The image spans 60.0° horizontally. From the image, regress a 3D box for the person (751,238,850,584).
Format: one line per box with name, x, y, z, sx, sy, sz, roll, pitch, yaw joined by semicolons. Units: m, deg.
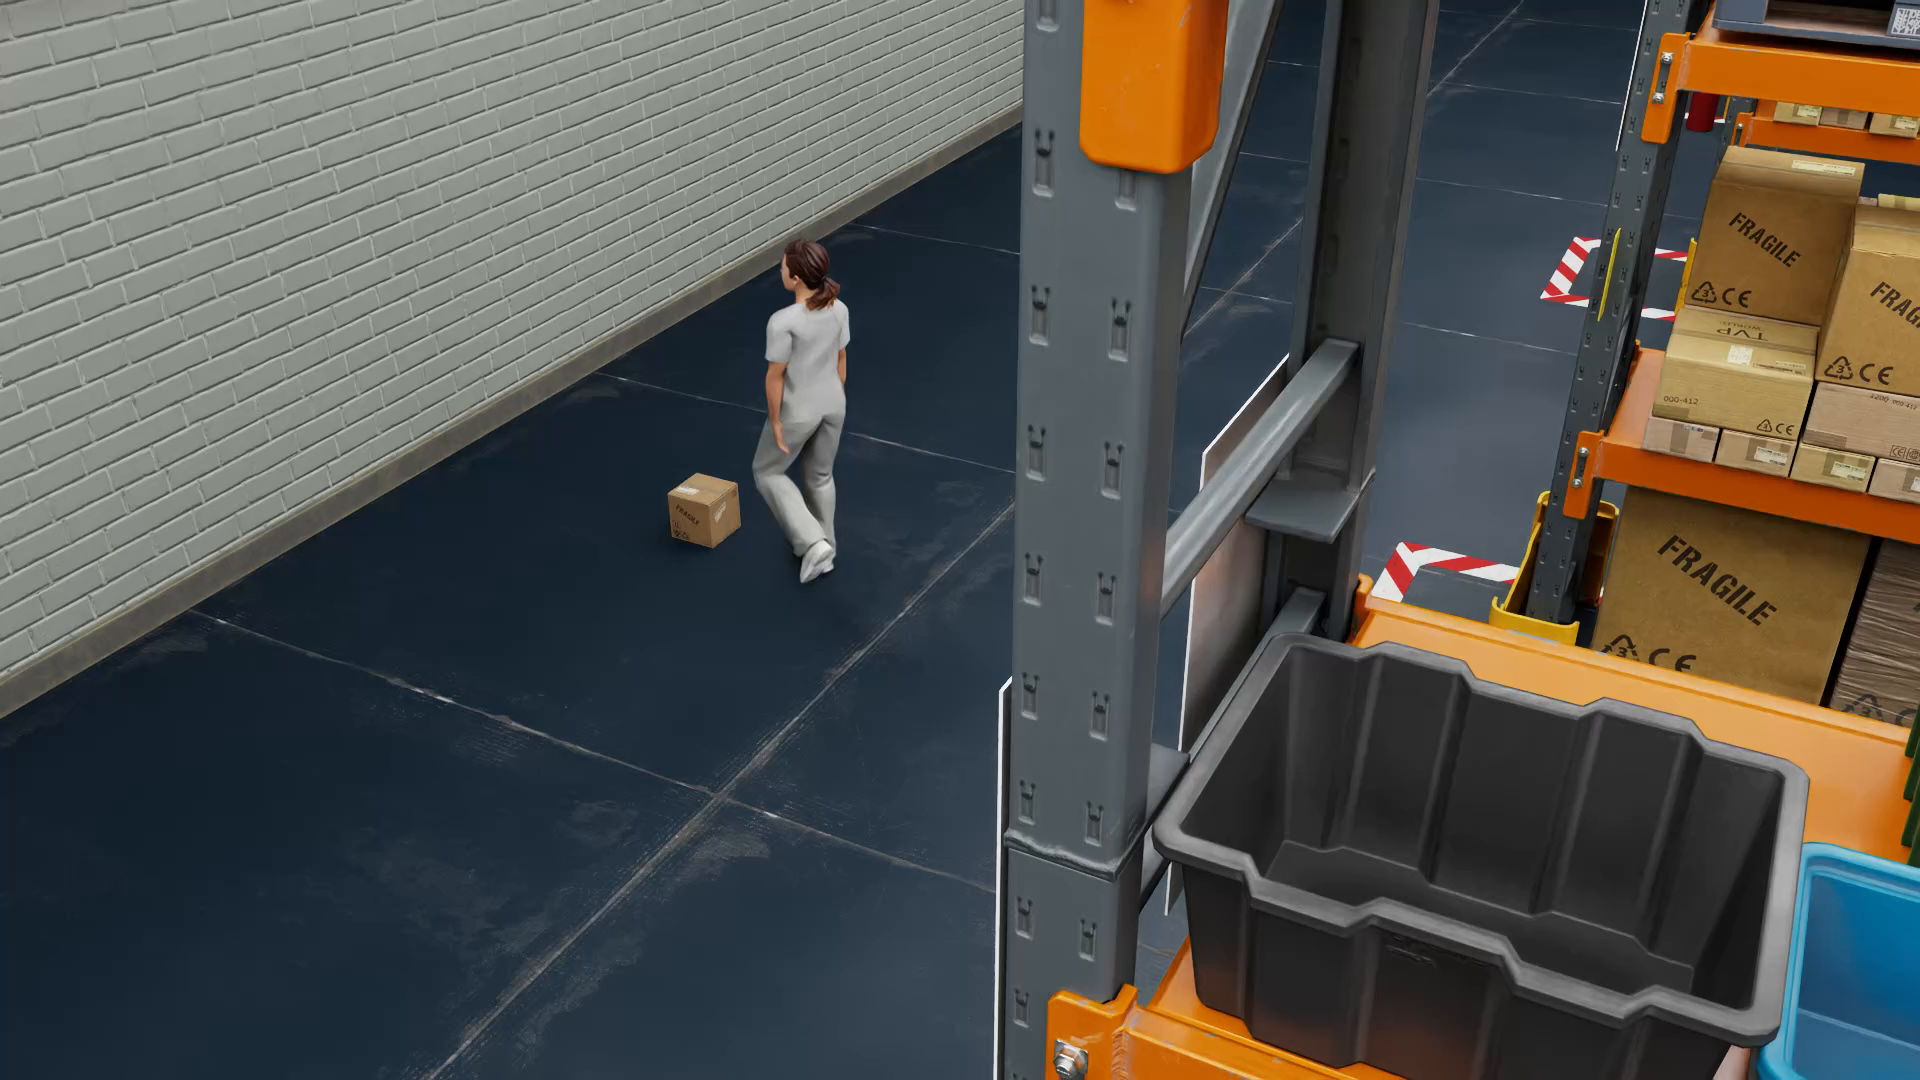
person;-0.682;-0.566;7.580;0.456;1.661;0.527;-20;36;-30
